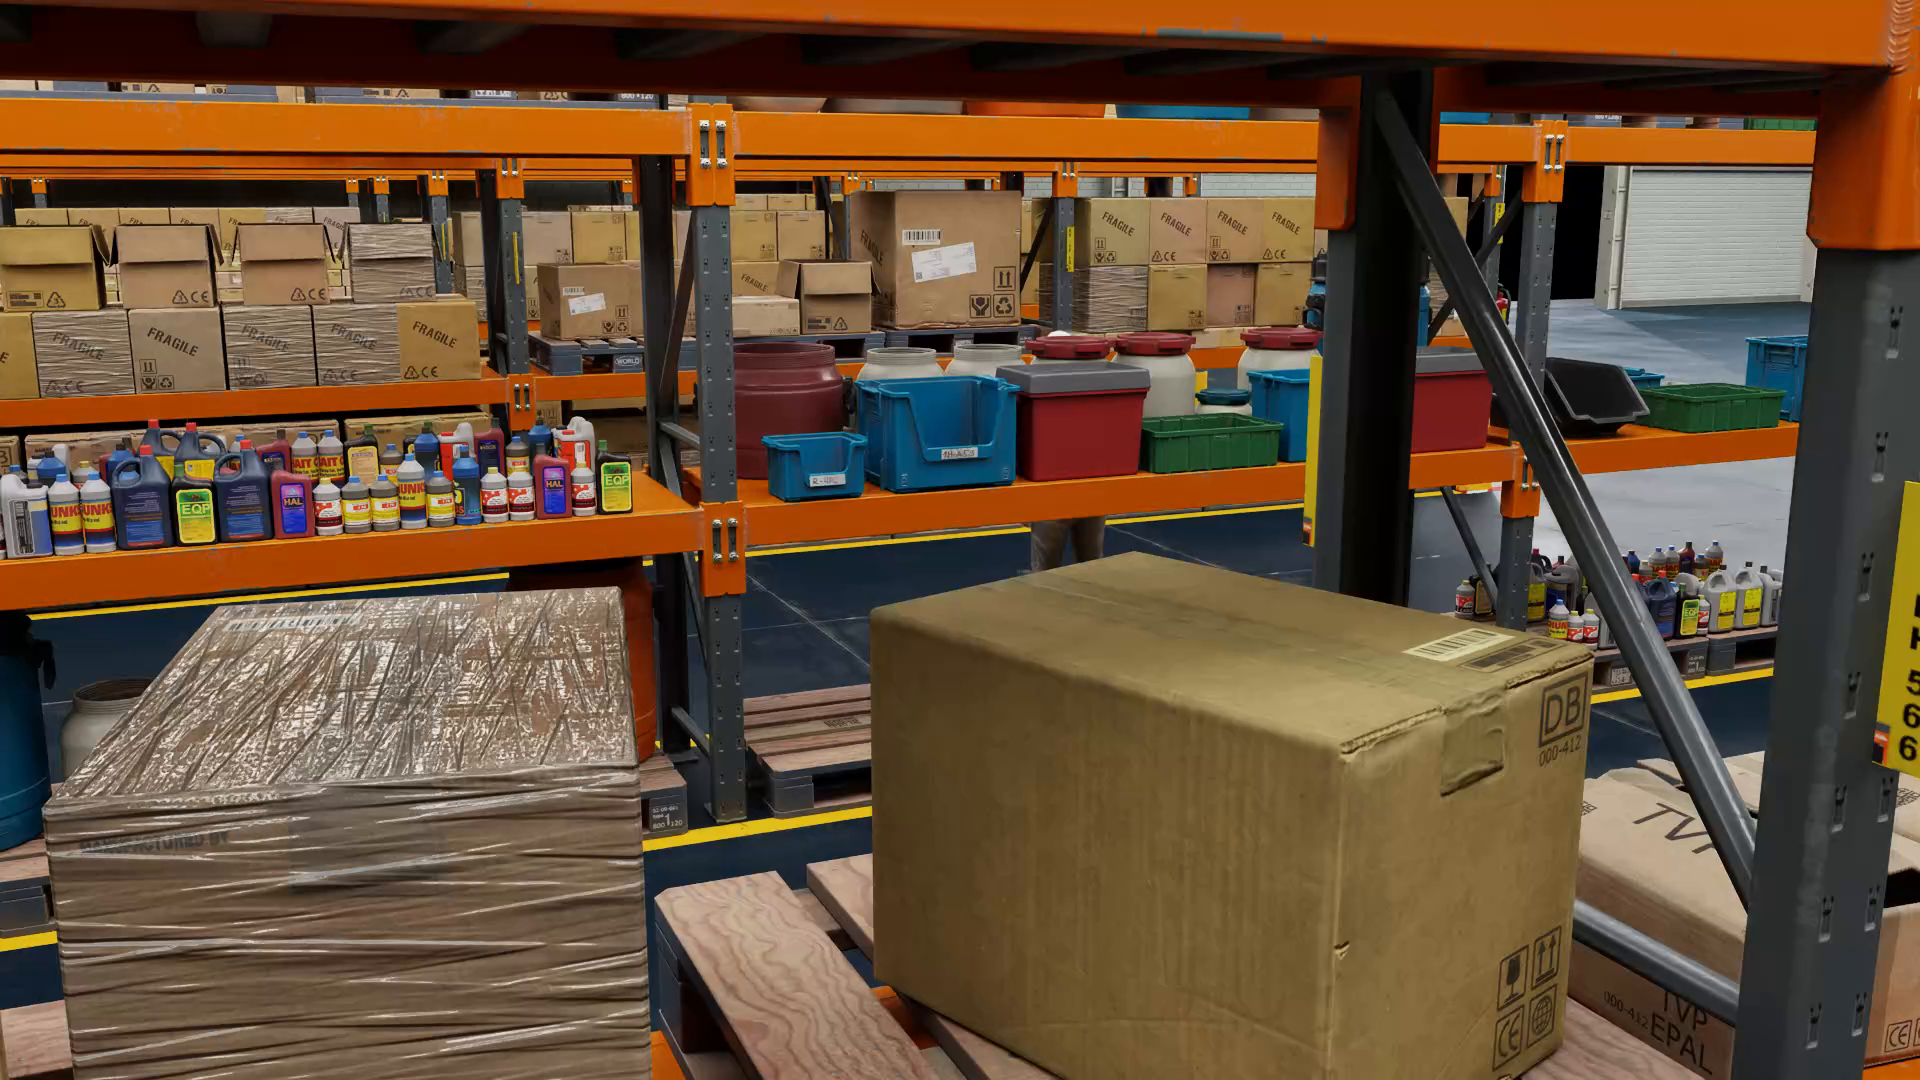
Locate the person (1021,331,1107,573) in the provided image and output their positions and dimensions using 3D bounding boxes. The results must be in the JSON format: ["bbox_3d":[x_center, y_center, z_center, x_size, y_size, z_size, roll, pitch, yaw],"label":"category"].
[{"bbox_3d":[0.578,-0.238,9.026,0.590,1.770,0.459,-6,13,-25],"label":"person"}]
